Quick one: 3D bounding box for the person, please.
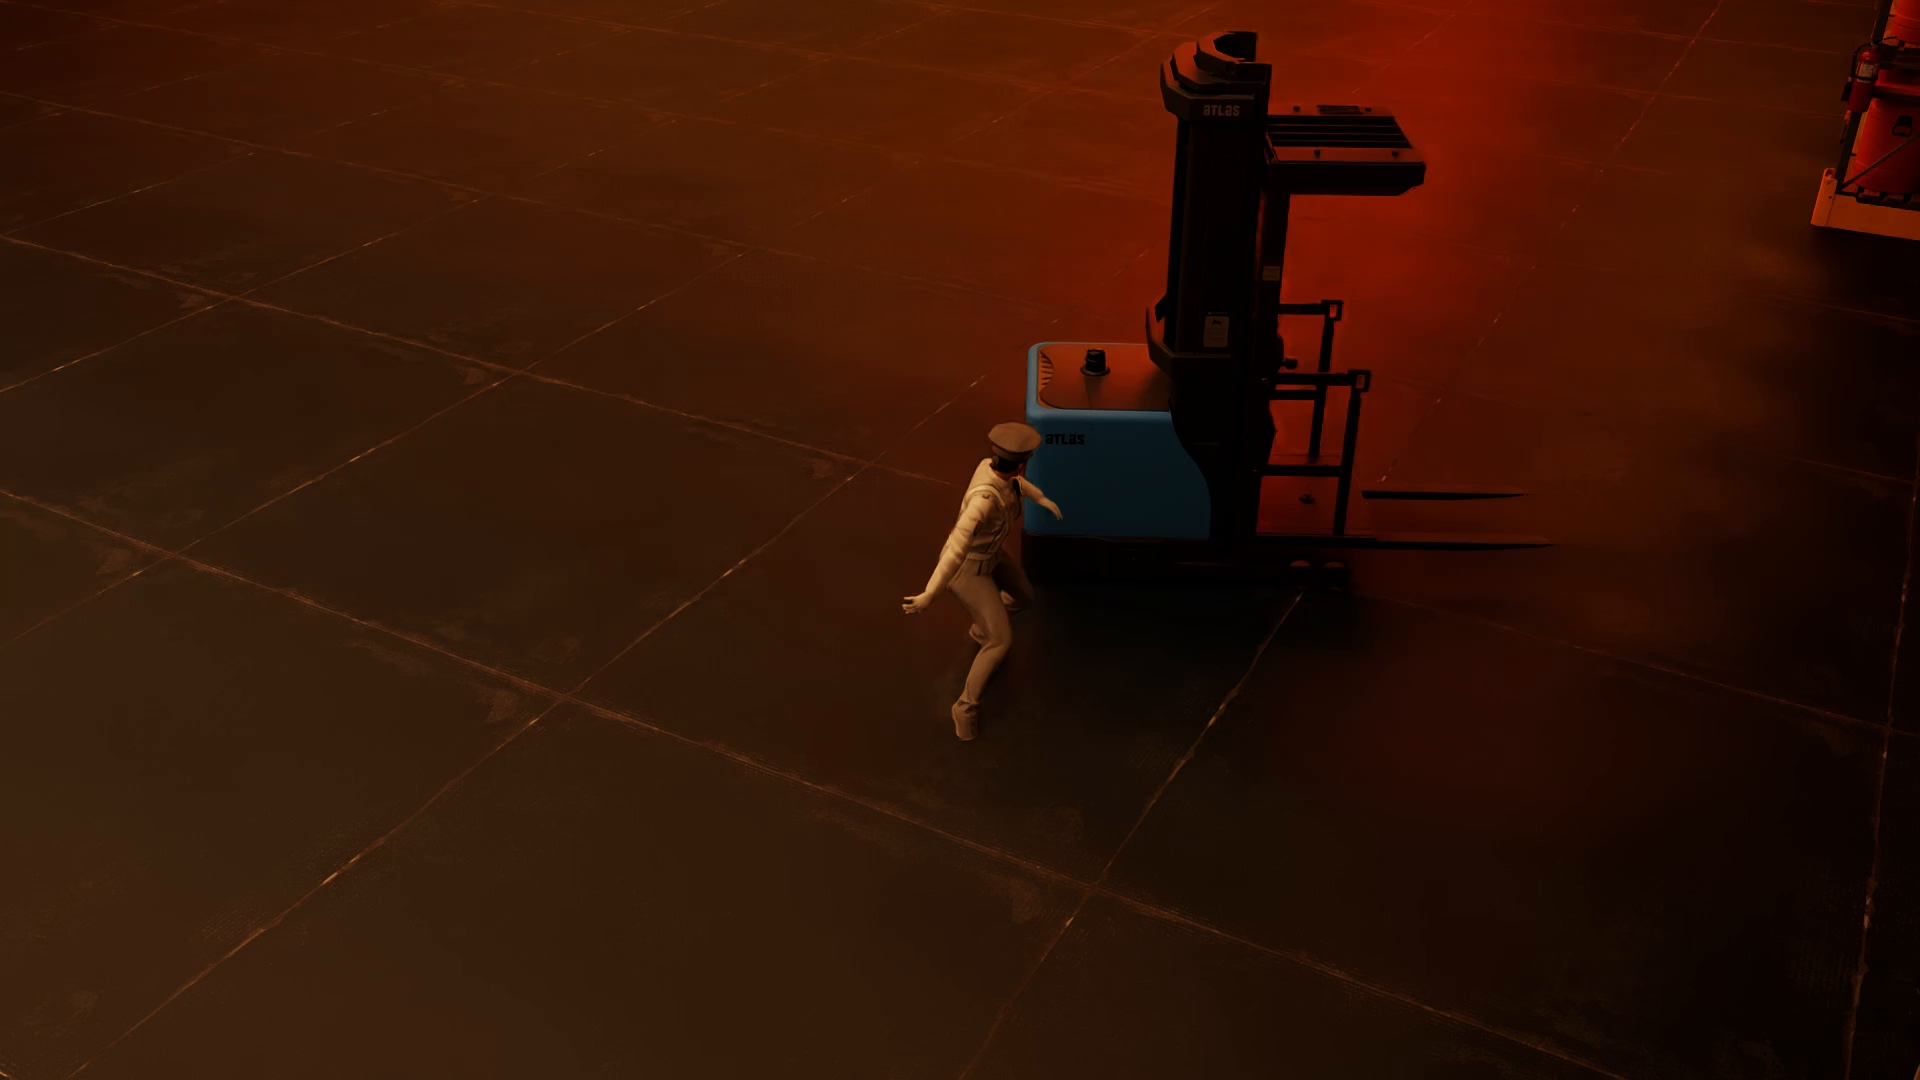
[{"bbox_3d":[0.128,0.181,8.288,0.534,1.606,0.973,10,31,17],"label":"person"}]

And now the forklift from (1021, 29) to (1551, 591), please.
[{"bbox_3d":[1.885,-1.252,9.240,3.031,2.935,1.130,1,30,2],"label":"forklift"}]
